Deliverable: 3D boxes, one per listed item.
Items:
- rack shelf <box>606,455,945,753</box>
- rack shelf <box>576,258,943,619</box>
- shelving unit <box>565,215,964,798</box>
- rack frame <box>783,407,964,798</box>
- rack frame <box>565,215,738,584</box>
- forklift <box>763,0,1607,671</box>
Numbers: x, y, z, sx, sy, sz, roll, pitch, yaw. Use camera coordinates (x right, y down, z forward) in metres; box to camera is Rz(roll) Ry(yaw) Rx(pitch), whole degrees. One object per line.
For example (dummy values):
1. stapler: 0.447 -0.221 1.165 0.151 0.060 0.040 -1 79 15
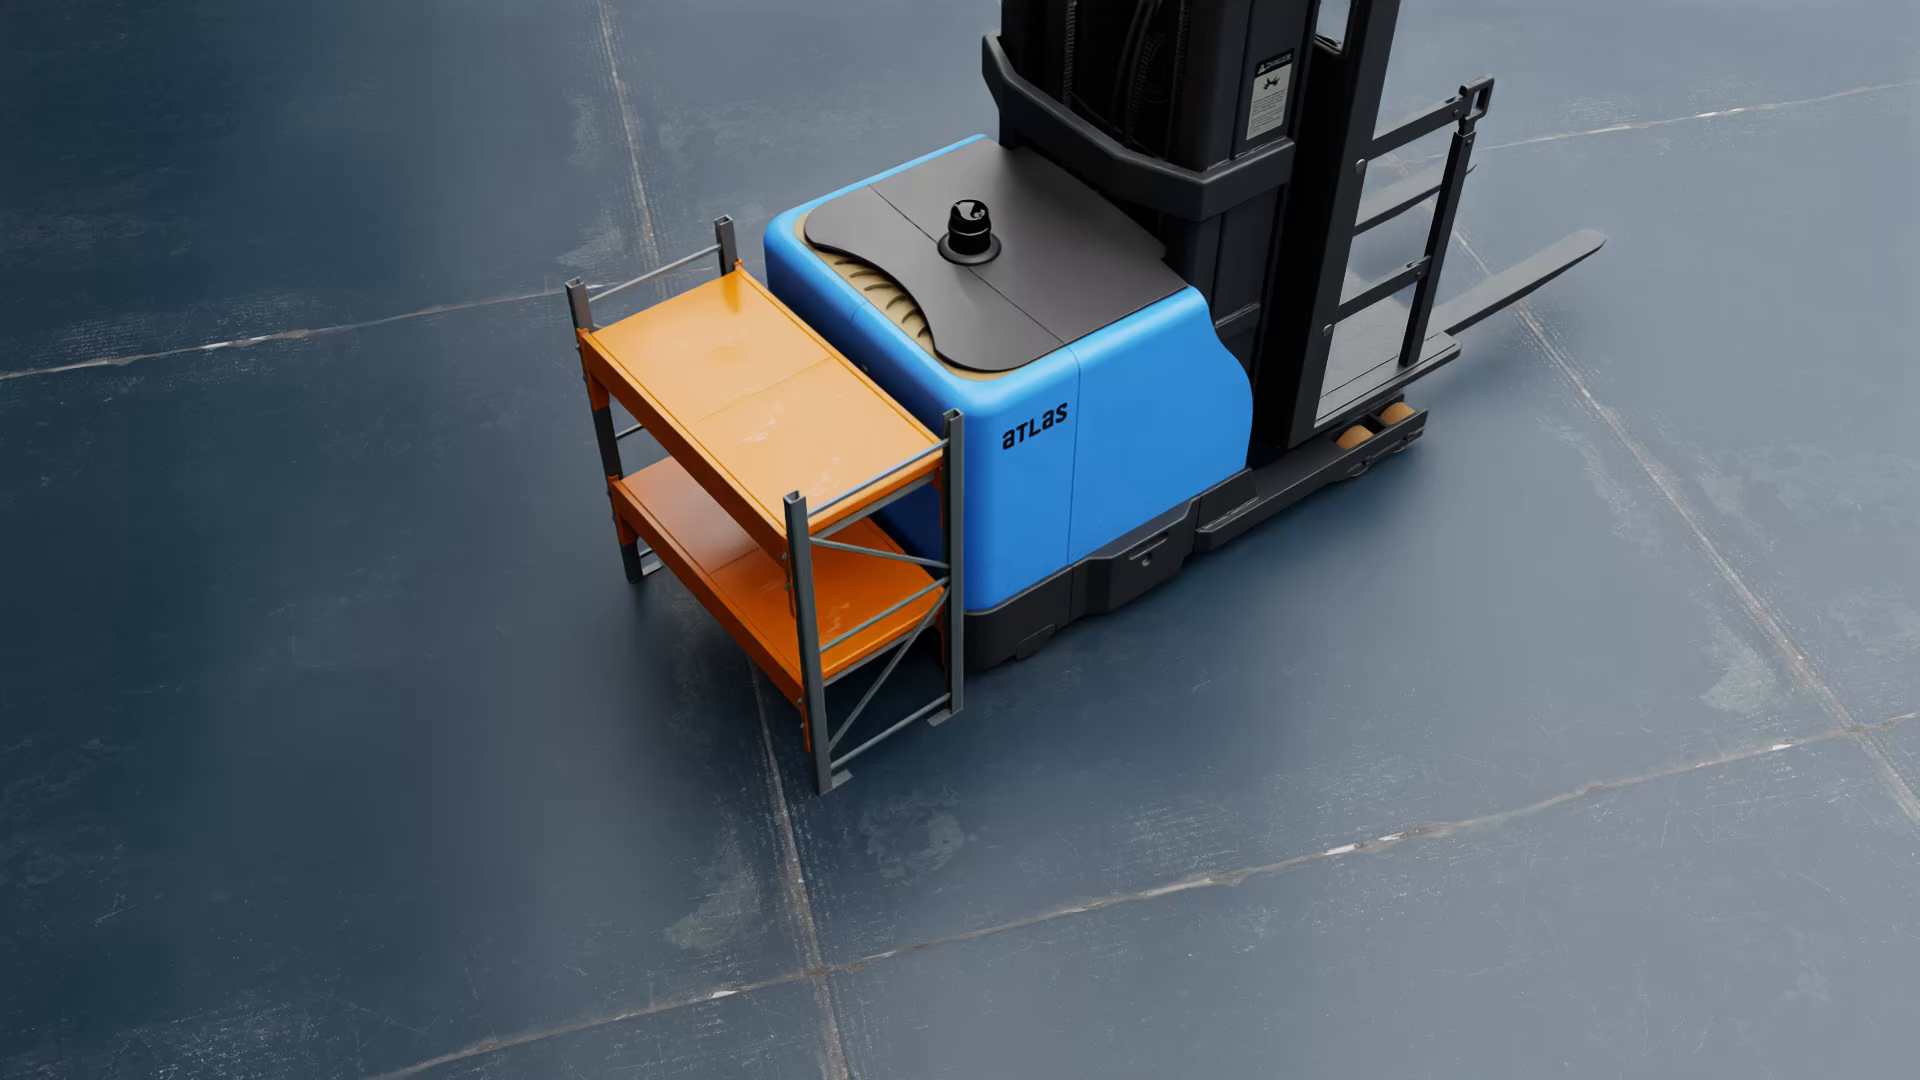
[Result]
1. rack shelf: -0.510 0.079 4.727 0.538 0.278 1.000 -29 52 -26
2. rack shelf: -0.510 -0.297 4.344 0.538 0.278 1.000 -29 52 -26
3. shelving unit: -0.510 -0.092 4.553 0.538 1.125 1.048 -29 52 -26
4. rack frame: -0.196 0.194 4.273 0.500 1.125 0.032 -29 52 -26
5. rack frame: -0.824 -0.378 4.833 0.500 1.125 0.032 -29 52 -26
6. forklift: 0.923 -1.512 4.680 3.031 2.935 1.130 -28 52 -25
